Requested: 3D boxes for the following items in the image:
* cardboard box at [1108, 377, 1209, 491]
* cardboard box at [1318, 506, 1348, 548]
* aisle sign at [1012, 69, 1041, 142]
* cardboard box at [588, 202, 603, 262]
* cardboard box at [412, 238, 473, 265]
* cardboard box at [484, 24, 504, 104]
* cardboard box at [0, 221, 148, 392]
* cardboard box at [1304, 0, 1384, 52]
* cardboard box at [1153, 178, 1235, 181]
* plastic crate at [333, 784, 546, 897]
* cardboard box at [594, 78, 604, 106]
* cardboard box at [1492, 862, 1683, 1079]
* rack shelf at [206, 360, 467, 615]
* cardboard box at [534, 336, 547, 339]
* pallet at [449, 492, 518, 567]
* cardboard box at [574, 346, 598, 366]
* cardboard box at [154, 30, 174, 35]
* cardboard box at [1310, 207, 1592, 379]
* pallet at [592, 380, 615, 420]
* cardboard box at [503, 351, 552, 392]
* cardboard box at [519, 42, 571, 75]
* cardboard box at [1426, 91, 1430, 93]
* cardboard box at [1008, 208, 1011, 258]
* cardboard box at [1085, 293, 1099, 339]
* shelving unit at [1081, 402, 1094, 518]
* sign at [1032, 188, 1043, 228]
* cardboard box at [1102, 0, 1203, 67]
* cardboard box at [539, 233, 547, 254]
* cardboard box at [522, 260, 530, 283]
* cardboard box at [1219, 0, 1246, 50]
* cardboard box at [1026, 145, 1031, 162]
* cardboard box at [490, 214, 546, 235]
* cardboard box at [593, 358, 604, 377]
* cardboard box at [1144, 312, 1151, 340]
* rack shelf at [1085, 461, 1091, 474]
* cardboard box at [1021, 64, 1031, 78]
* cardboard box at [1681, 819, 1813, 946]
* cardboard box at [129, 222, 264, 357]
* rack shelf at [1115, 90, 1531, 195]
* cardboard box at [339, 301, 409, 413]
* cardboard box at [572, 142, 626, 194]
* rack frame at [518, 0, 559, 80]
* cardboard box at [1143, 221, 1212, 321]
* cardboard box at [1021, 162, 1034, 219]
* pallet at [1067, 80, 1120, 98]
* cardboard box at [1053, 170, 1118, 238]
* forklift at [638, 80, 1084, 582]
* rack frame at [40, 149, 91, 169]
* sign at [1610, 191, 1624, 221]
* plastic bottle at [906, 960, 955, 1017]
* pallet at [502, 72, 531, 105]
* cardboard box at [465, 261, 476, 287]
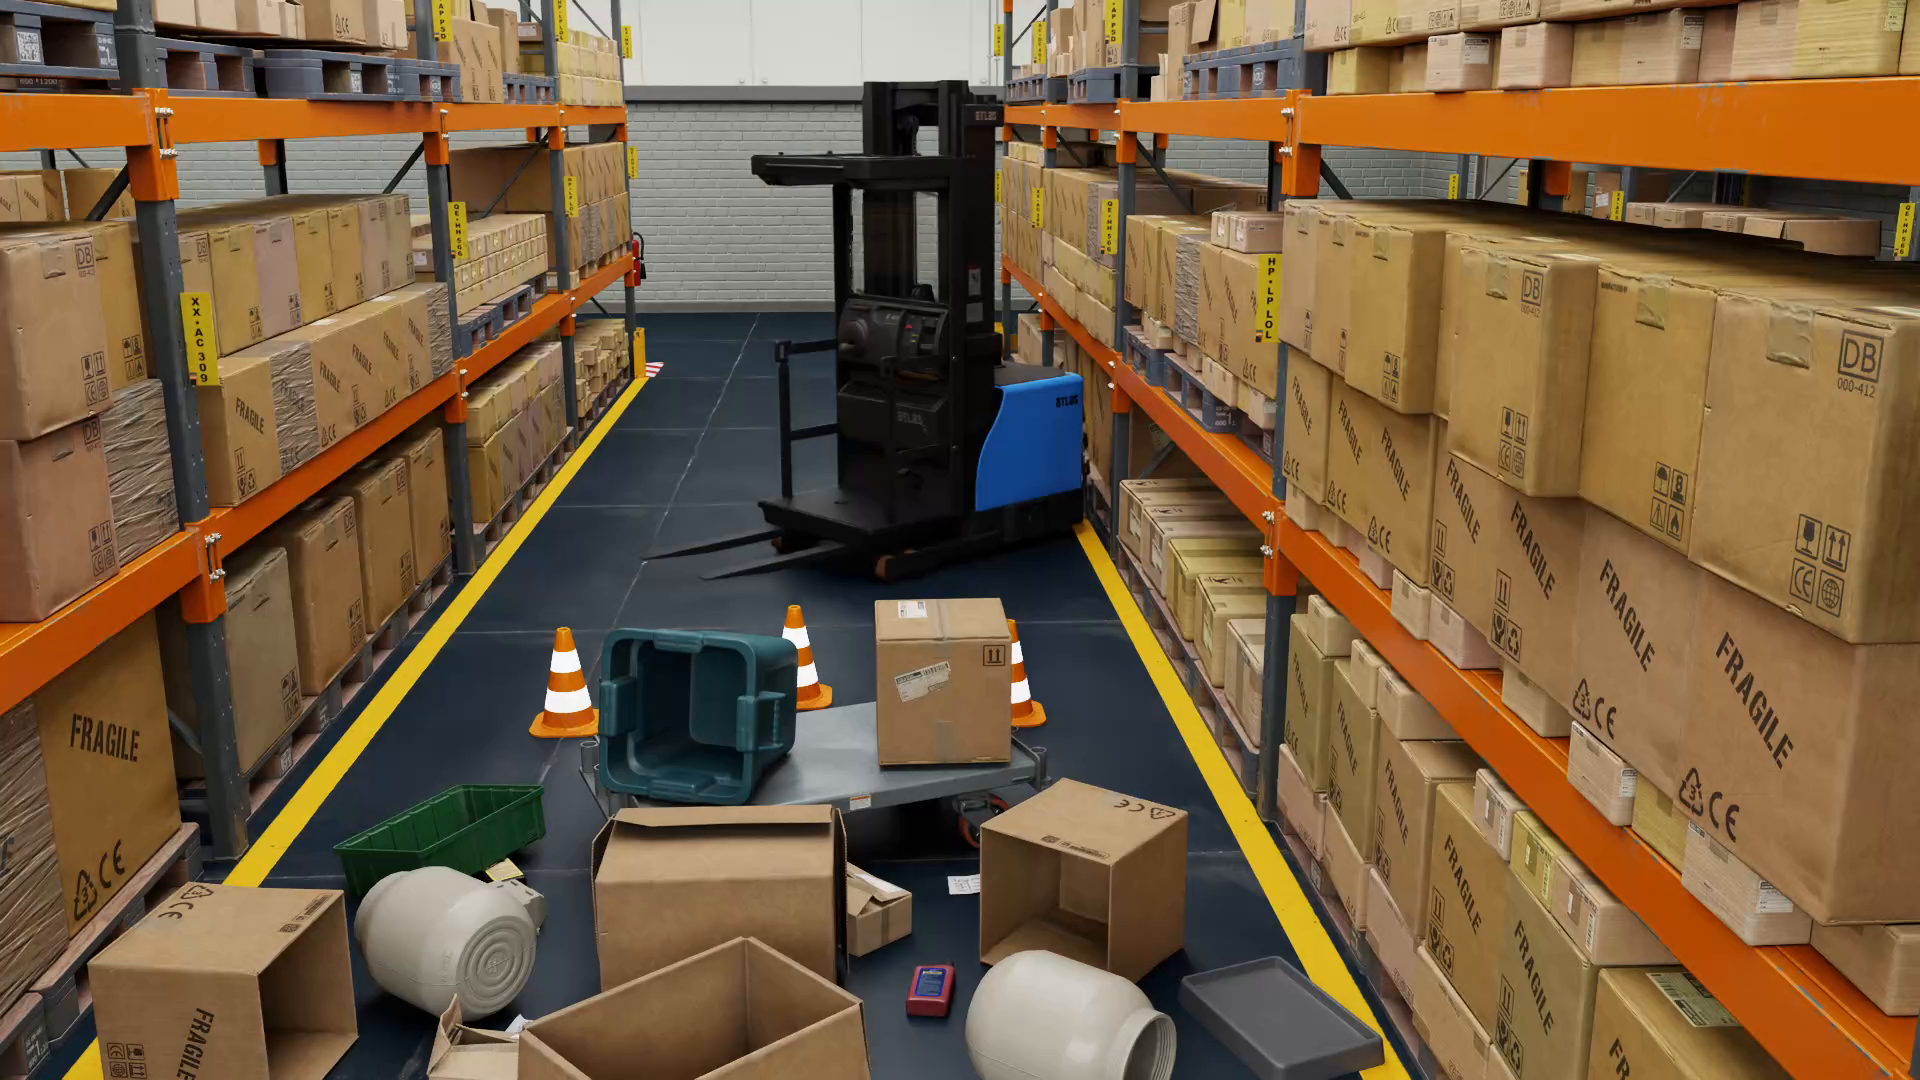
[{"bbox_3d":[1.495,-0.684,11.087,0.875,0.875,0.875,-1,14,-4],"label":"cardboard box"},{"bbox_3d":[1.469,-0.075,5.802,0.380,0.149,0.250,0,14,-2],"label":"cardboard box"},{"bbox_3d":[0.665,-4.599,17.663,0.394,0.787,0.004,-1,14,-3],"label":"aisle sign"},{"bbox_3d":[-3.540,-2.798,15.085,0.500,0.500,0.500,-1,14,-5],"label":"cardboard box"},{"bbox_3d":[-3.345,-1.851,10.667,0.380,0.149,0.250,-1,14,-4],"label":"cardboard box"},{"bbox_3d":[-3.323,-3.131,10.955,0.500,0.500,0.500,-1,14,-3],"label":"cardboard box"},{"bbox_3d":[-3.243,-0.744,5.429,0.875,0.550,0.550,-1,14,-3],"label":"cardboard box"},{"bbox_3d":[1.457,-1.752,5.502,0.500,0.250,0.500,-1,14,-5],"label":"cardboard box"},{"bbox_3d":[1.611,-2.248,11.536,0.500,0.500,0.500,0,14,-2],"label":"cardboard box"},{"bbox_3d":[-1.913,1.117,6.195,0.450,0.188,0.662,-4,11,28],"label":"plastic crate"},{"bbox_3d":[-3.574,-4.114,15.275,0.500,0.250,0.500,0,14,-1],"label":"cardboard box"},{"bbox_3d":[1.605,1.093,3.929,0.500,0.500,0.500,0,14,-1],"label":"cardboard box"},{"bbox_3d":[-3.356,-0.389,7.964,1.077,0.370,4.000,-1,14,-3],"label":"rack shelf"},{"bbox_3d":[-4.180,-1.873,15.971,0.380,0.149,0.250,-1,14,-3],"label":"cardboard box"},{"bbox_3d":[-3.526,-0.079,10.910,1.003,0.211,1.213,-1,14,-3],"label":"pallet"},{"bbox_3d":[-3.538,-1.690,15.261,0.380,0.149,0.250,-1,14,-2],"label":"cardboard box"},{"bbox_3d":[-3.528,-2.176,6.701,0.500,0.250,0.500,-1,14,-4],"label":"cardboard box"},{"bbox_3d":[1.523,-0.778,5.228,0.700,0.500,0.500,-1,14,-3],"label":"cardboard box"},{"bbox_3d":[-3.883,-1.350,15.850,1.003,0.211,1.213,-1,14,-3],"label":"pallet"},{"bbox_3d":[-3.410,-1.277,12.637,0.500,0.250,0.500,0,14,-1],"label":"cardboard box"},{"bbox_3d":[-3.518,-3.976,13.736,0.500,0.250,0.500,0,14,-2],"label":"cardboard box"},{"bbox_3d":[1.545,-1.336,4.684,0.380,0.149,0.250,-1,14,-5],"label":"cardboard box"},{"bbox_3d":[0.762,-3.126,16.954,0.500,0.500,0.500,-1,14,-4],"label":"cardboard box"},{"bbox_3d":[1.117,-1.513,11.187,0.500,0.250,0.500,-1,14,-2],"label":"cardboard box"},{"bbox_3d":[0.752,-0.607,11.511,0.258,0.900,0.210,-4,11,14],"label":"shelving unit"},{"bbox_3d":[0.653,-2.780,13.916,0.100,0.325,0.005,-1,14,-3],"label":"sign"},{"bbox_3d":[1.281,-3.134,10.118,0.797,0.503,0.637,-2,15,-7],"label":"cardboard box"},{"bbox_3d":[-3.506,-2.360,13.243,0.380,0.149,0.250,0,14,-2],"label":"cardboard box"},{"bbox_3d":[-3.460,-2.027,12.546,0.380,0.149,0.250,-2,15,-6],"label":"cardboard box"},{"bbox_3d":[1.465,-2.321,7.466,0.500,0.250,0.500,-1,14,-3],"label":"cardboard box"},{"bbox_3d":[0.824,-3.630,15.605,0.380,0.149,0.250,-1,14,-3],"label":"cardboard box"},{"bbox_3d":[-3.508,-2.503,13.202,0.380,0.149,0.250,0,14,-1],"label":"cardboard box"},{"bbox_3d":[-3.546,-1.613,15.558,0.380,0.149,0.250,-1,14,-4],"label":"cardboard box"},{"bbox_3d":[1.244,-1.195,9.313,0.380,0.149,0.250,-2,15,-7],"label":"cardboard box"},{"bbox_3d":[0.765,-0.487,11.533,0.258,0.077,0.200,-4,11,14],"label":"rack shelf"},{"bbox_3d":[0.797,-4.635,16.462,0.380,0.149,0.250,0,14,-1],"label":"cardboard box"},{"bbox_3d":[1.587,0.624,3.087,0.380,0.149,0.250,-1,14,-4],"label":"cardboard box"},{"bbox_3d":[-3.302,-1.024,6.780,0.700,0.500,0.500,-1,14,-4],"label":"cardboard box"},{"bbox_3d":[1.579,-1.944,7.985,1.077,0.370,4.000,-1,14,-3],"label":"rack shelf"},{"bbox_3d":[-3.123,-0.927,8.410,0.500,0.500,0.500,-1,14,-4],"label":"cardboard box"},{"bbox_3d":[-3.698,-3.792,16.938,0.500,0.500,0.500,-1,14,-5],"label":"cardboard box"},{"bbox_3d":[-3.727,-5.135,12.926,1.000,3.000,0.127,-1,14,-3],"label":"rack frame"},{"bbox_3d":[1.291,-1.488,9.148,0.500,0.500,0.500,0,14,-1],"label":"cardboard box"},{"bbox_3d":[0.838,-3.230,15.353,0.500,0.500,0.500,-1,14,-3],"label":"cardboard box"},{"bbox_3d":[1.313,-3.464,12.835,0.805,0.209,1.217,-1,15,-6],"label":"pallet"},{"bbox_3d":[1.006,-2.624,12.999,0.500,0.500,0.500,-1,14,-4],"label":"cardboard box"},{"bbox_3d":[-0.574,-1.308,10.229,3.031,2.935,1.130,-14,20,-43],"label":"forklift"},{"bbox_3d":[-8.932,-3.173,17.340,1.000,3.000,0.127,-1,14,-3],"label":"rack frame"},{"bbox_3d":[5.620,-2.818,14.222,0.100,0.325,0.005,-1,14,-3],"label":"sign"},{"bbox_3d":[-0.089,1.431,5.342,0.133,0.061,0.283,2,15,6],"label":"plastic bottle"},{"bbox_3d":[-3.728,-3.179,11.718,1.213,0.211,1.003,-1,14,-3],"label":"pallet"},{"bbox_3d":[-3.348,-1.718,10.748,0.380,0.149,0.250,-1,14,-5],"label":"cardboard box"}]
